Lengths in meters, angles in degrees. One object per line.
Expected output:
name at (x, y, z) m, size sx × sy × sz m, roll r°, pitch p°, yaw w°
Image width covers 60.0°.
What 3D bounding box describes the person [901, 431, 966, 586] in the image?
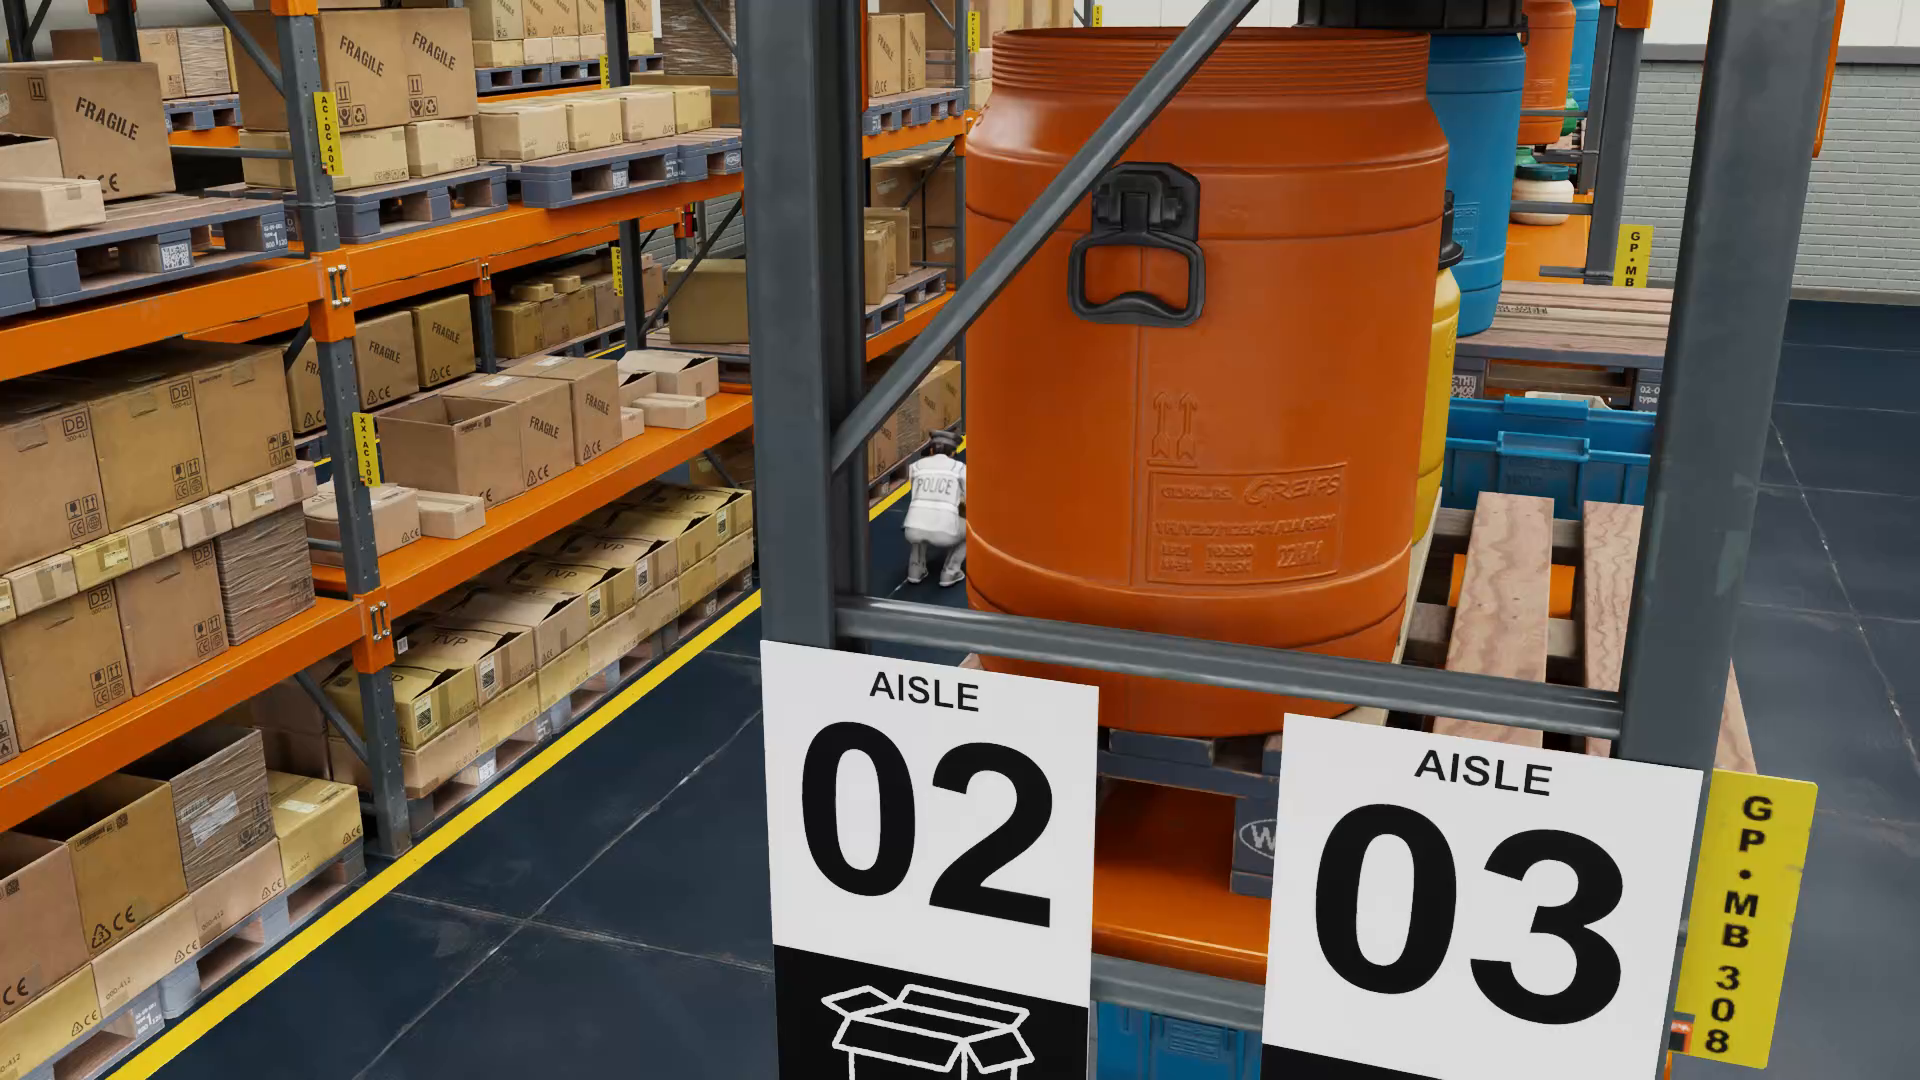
person at (-0.132, -0.225, 11.318) m, size 0.470 × 0.978 × 0.829 m, roll 6°, pitch 20°, yaw 17°
